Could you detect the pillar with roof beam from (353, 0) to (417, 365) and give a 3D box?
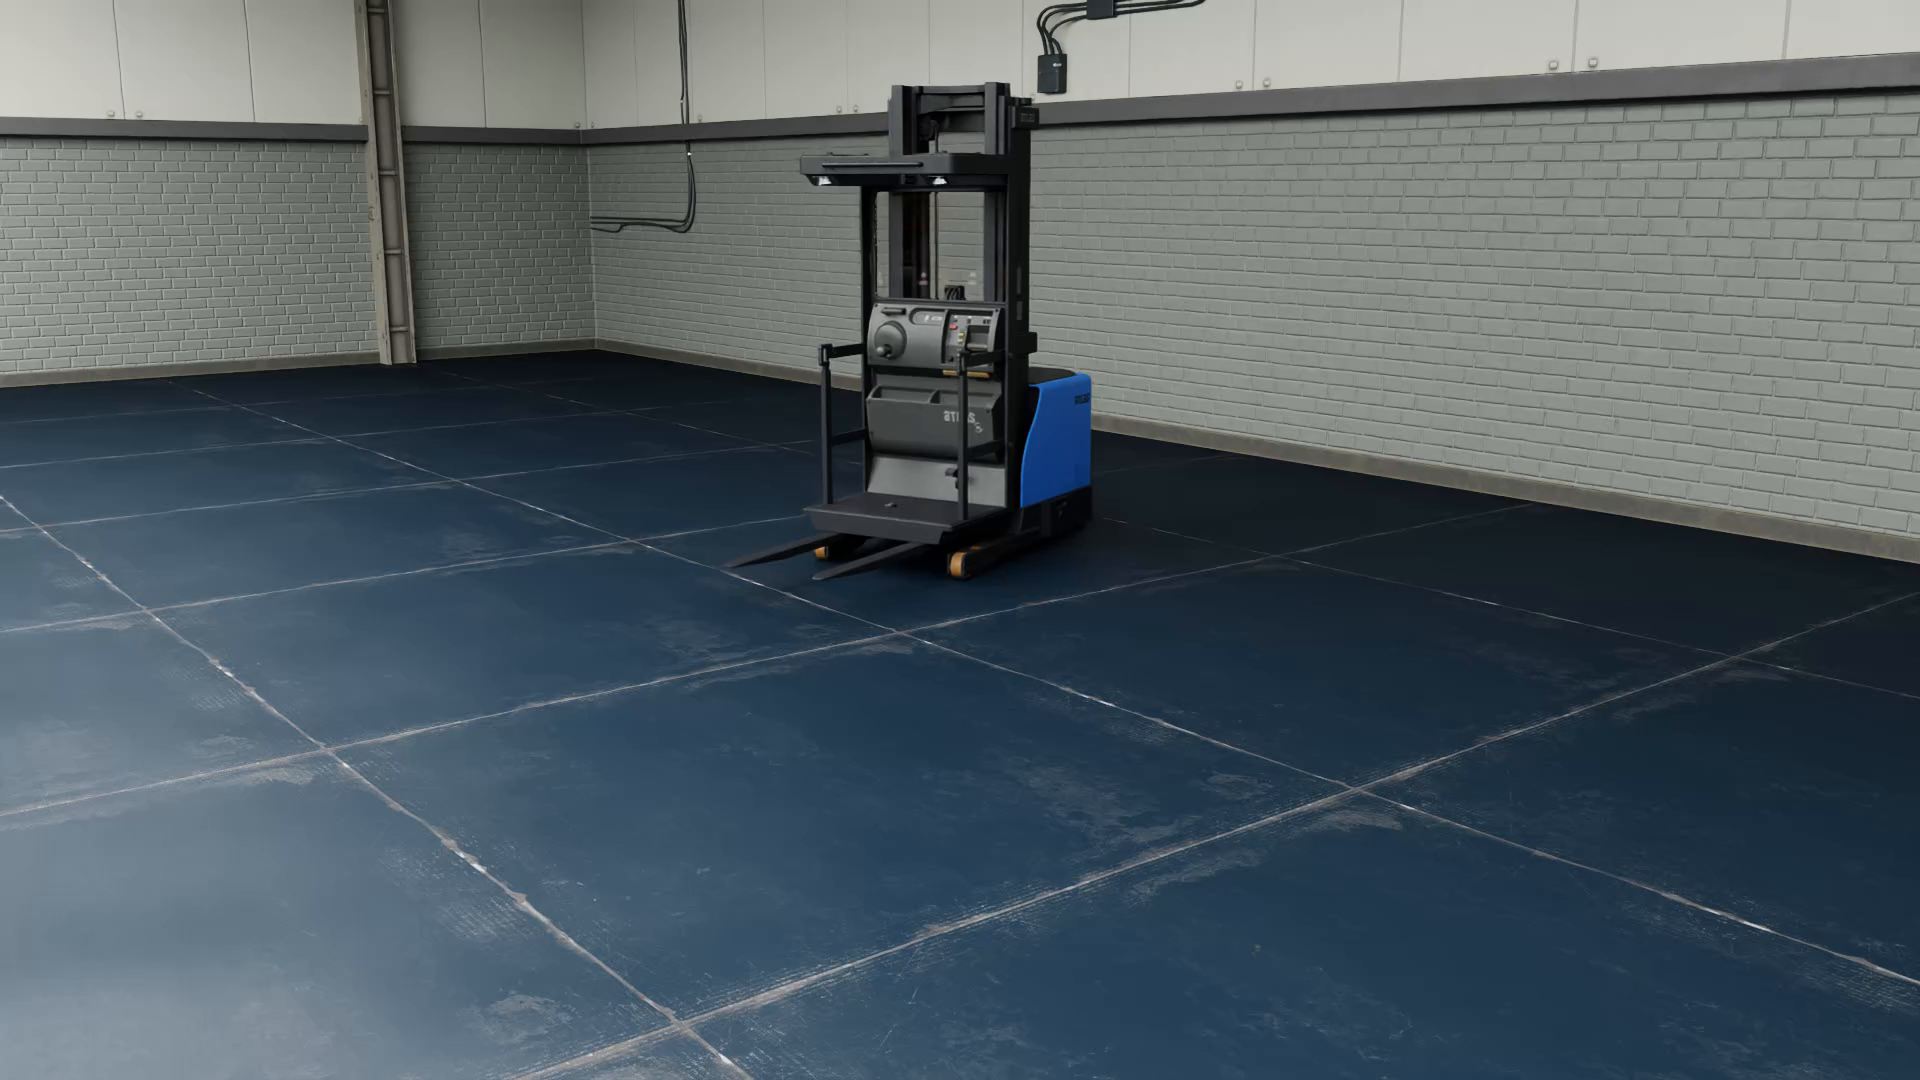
[{"bbox_3d":[-4.860,-6.086,18.127,0.400,9.000,9.100,-9,15,-38],"label":"pillar with roof beam"}]

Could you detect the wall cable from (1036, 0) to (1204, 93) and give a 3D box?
[{"bbox_3d":[1.495,-7.074,14.591,0.169,6.003,2.305,-9,15,-38],"label":"wall cable"}]

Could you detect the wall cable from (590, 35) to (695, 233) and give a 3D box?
[{"bbox_3d":[-4.423,-5.434,22.528,0.112,2.526,3.097,-9,15,-38],"label":"wall cable"}]

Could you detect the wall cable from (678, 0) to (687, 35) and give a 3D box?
[{"bbox_3d":[-2.733,-7.465,19.937,0.112,2.526,3.097,-9,15,-38],"label":"wall cable"}]

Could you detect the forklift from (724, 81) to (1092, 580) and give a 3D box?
[{"bbox_3d":[-0.274,-1.307,10.229,1.130,2.935,3.031,7,14,30],"label":"forklift"}]
